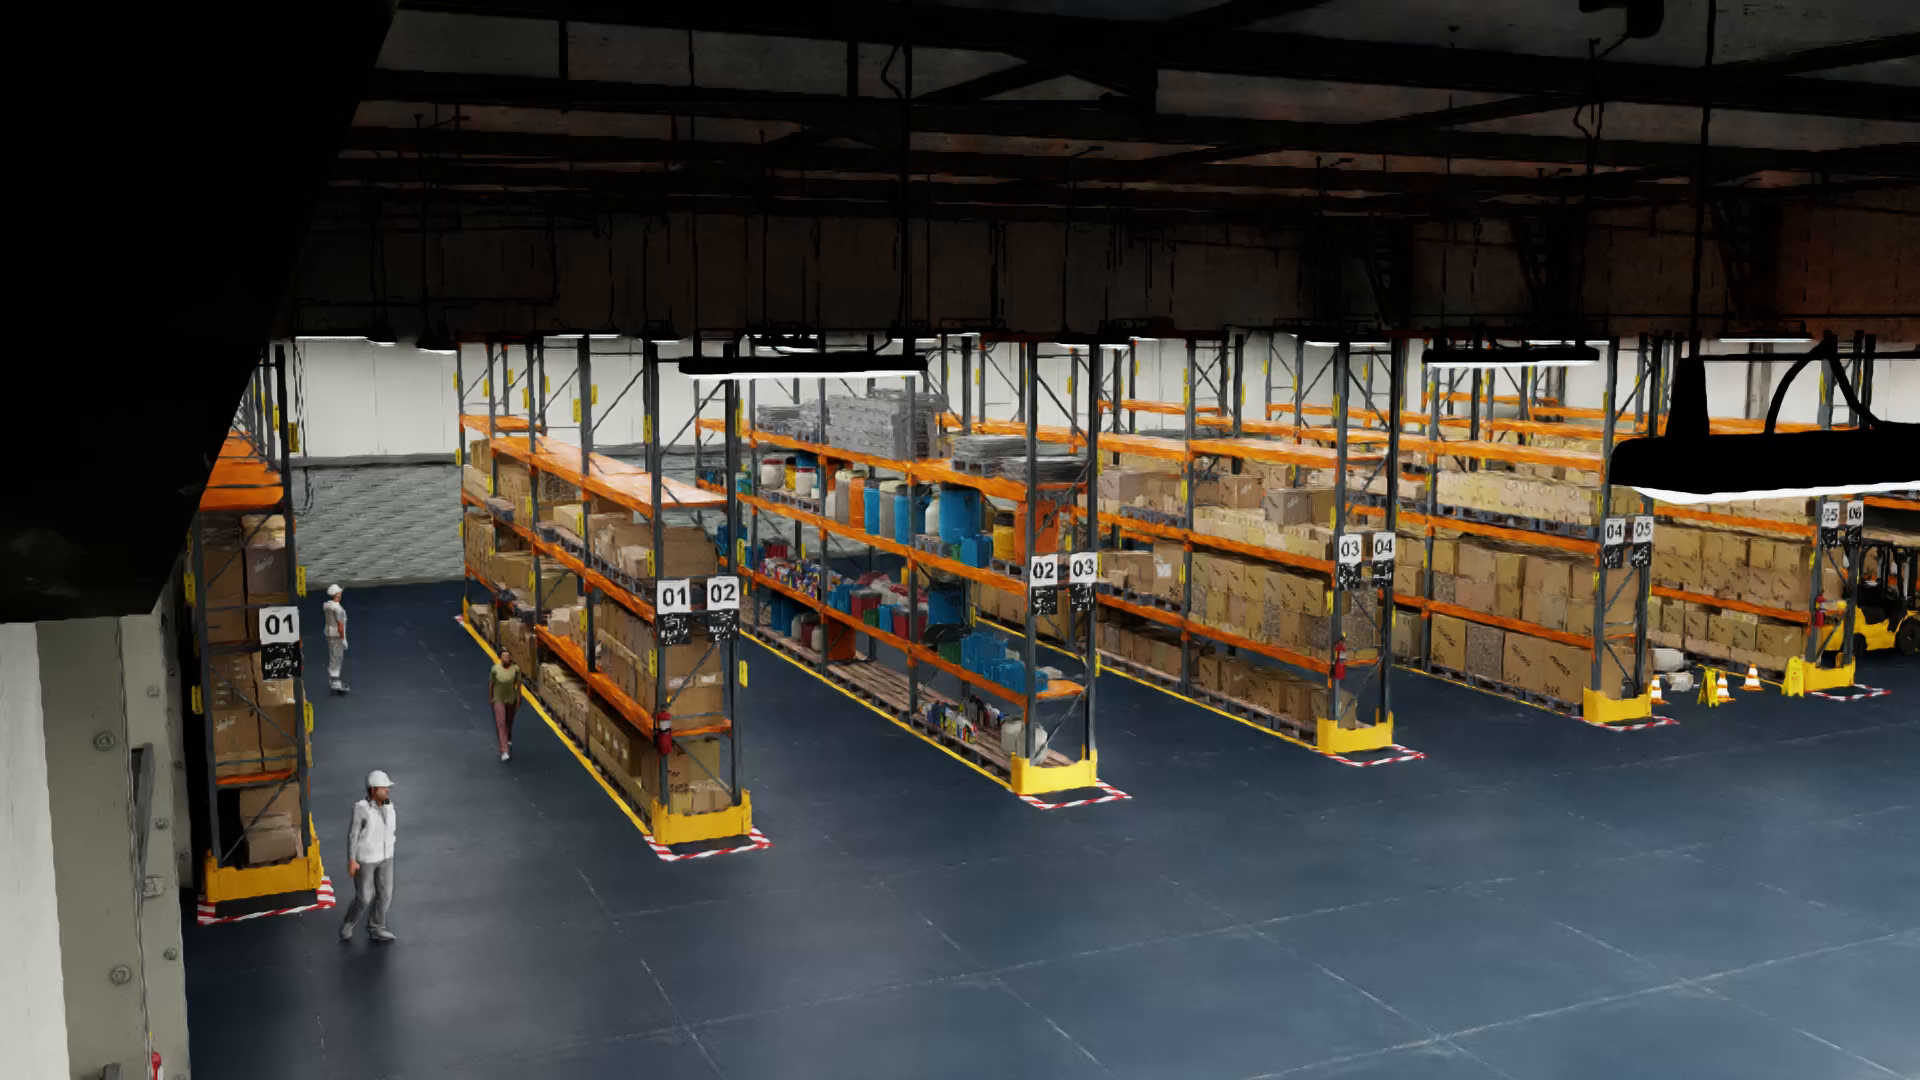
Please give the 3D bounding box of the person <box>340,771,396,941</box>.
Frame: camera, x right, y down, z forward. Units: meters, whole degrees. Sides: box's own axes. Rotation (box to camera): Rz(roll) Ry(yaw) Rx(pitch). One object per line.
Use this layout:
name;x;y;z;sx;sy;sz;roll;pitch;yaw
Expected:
person;-6.003;3.199;16.879;0.570;1.762;0.586;4;9;30

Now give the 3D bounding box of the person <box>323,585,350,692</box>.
person;-10.532;1.638;28.125;0.398;1.793;0.659;-7;10;-42

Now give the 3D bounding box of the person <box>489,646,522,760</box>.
person;-6.530;2.305;23.979;0.446;1.591;1.110;-4;9;-26
